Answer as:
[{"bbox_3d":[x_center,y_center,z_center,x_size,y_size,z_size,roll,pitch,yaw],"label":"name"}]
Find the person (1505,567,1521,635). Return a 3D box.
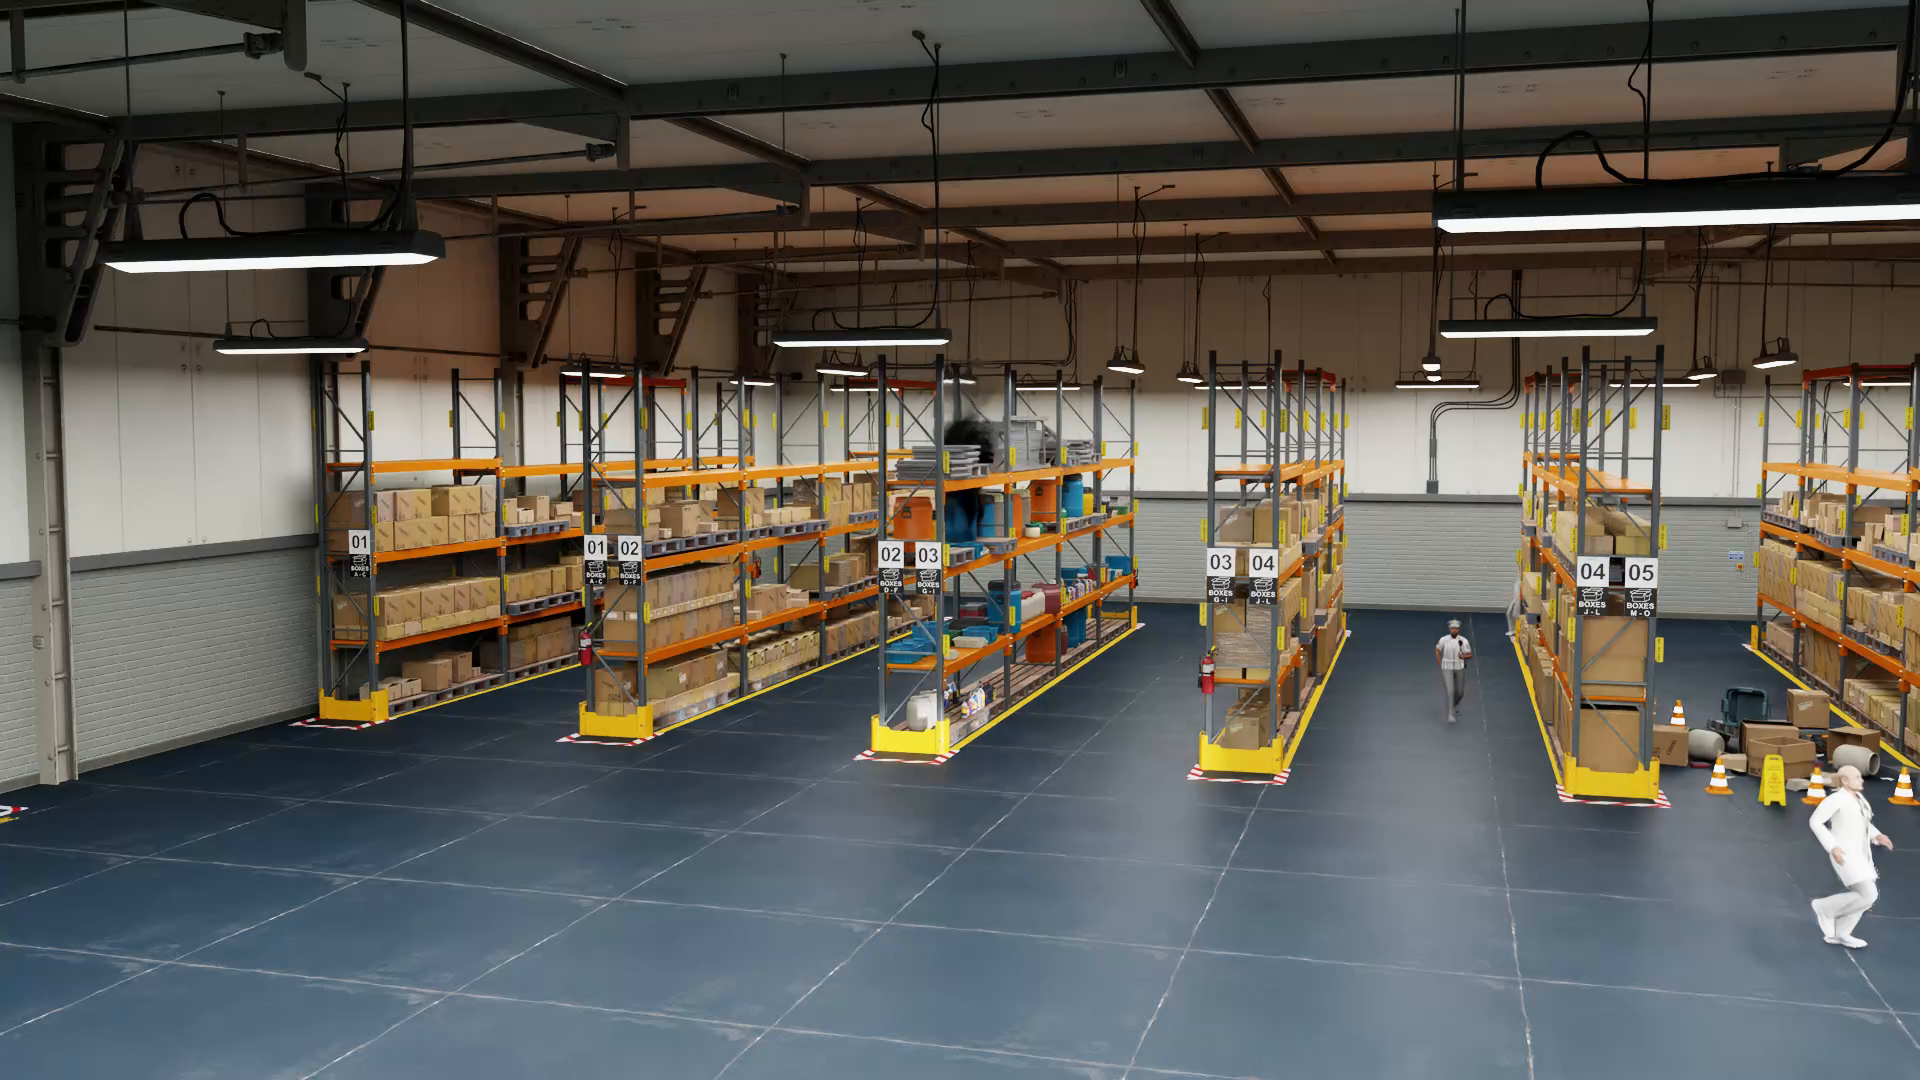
[{"bbox_3d":[13.159,1.434,38.894,0.655,1.640,0.604,0,4,-7],"label":"person"}]

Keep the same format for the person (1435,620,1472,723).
[{"bbox_3d":[8.243,2.161,27.782,0.583,1.674,0.905,1,4,11],"label":"person"}]

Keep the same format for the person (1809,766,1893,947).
[{"bbox_3d":[8.482,2.992,15.778,0.714,1.688,0.624,-3,5,-37],"label":"person"}]
